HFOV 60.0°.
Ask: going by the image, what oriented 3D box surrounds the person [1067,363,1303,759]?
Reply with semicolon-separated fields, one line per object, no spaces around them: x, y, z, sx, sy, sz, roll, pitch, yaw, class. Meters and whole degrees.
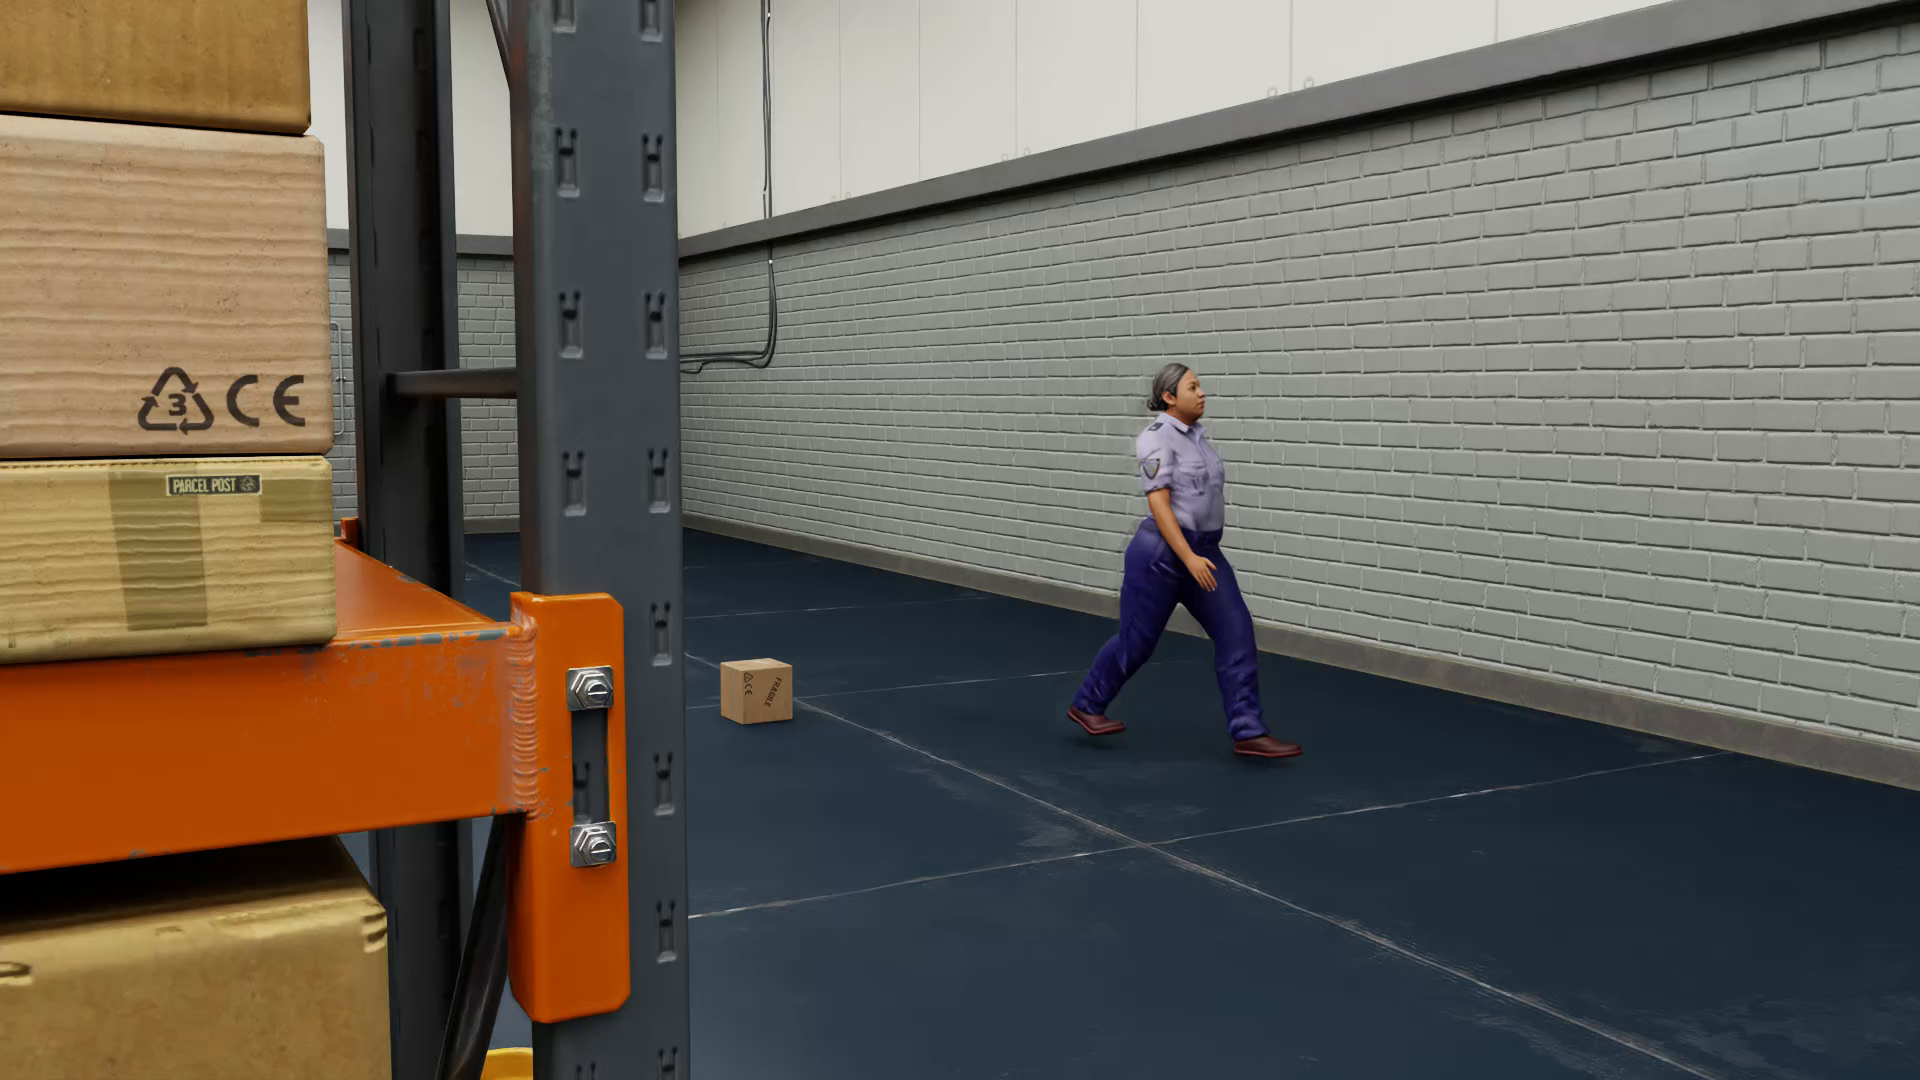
0.891;0.078;6.768;1.021;1.588;0.467;5;7;41;person
